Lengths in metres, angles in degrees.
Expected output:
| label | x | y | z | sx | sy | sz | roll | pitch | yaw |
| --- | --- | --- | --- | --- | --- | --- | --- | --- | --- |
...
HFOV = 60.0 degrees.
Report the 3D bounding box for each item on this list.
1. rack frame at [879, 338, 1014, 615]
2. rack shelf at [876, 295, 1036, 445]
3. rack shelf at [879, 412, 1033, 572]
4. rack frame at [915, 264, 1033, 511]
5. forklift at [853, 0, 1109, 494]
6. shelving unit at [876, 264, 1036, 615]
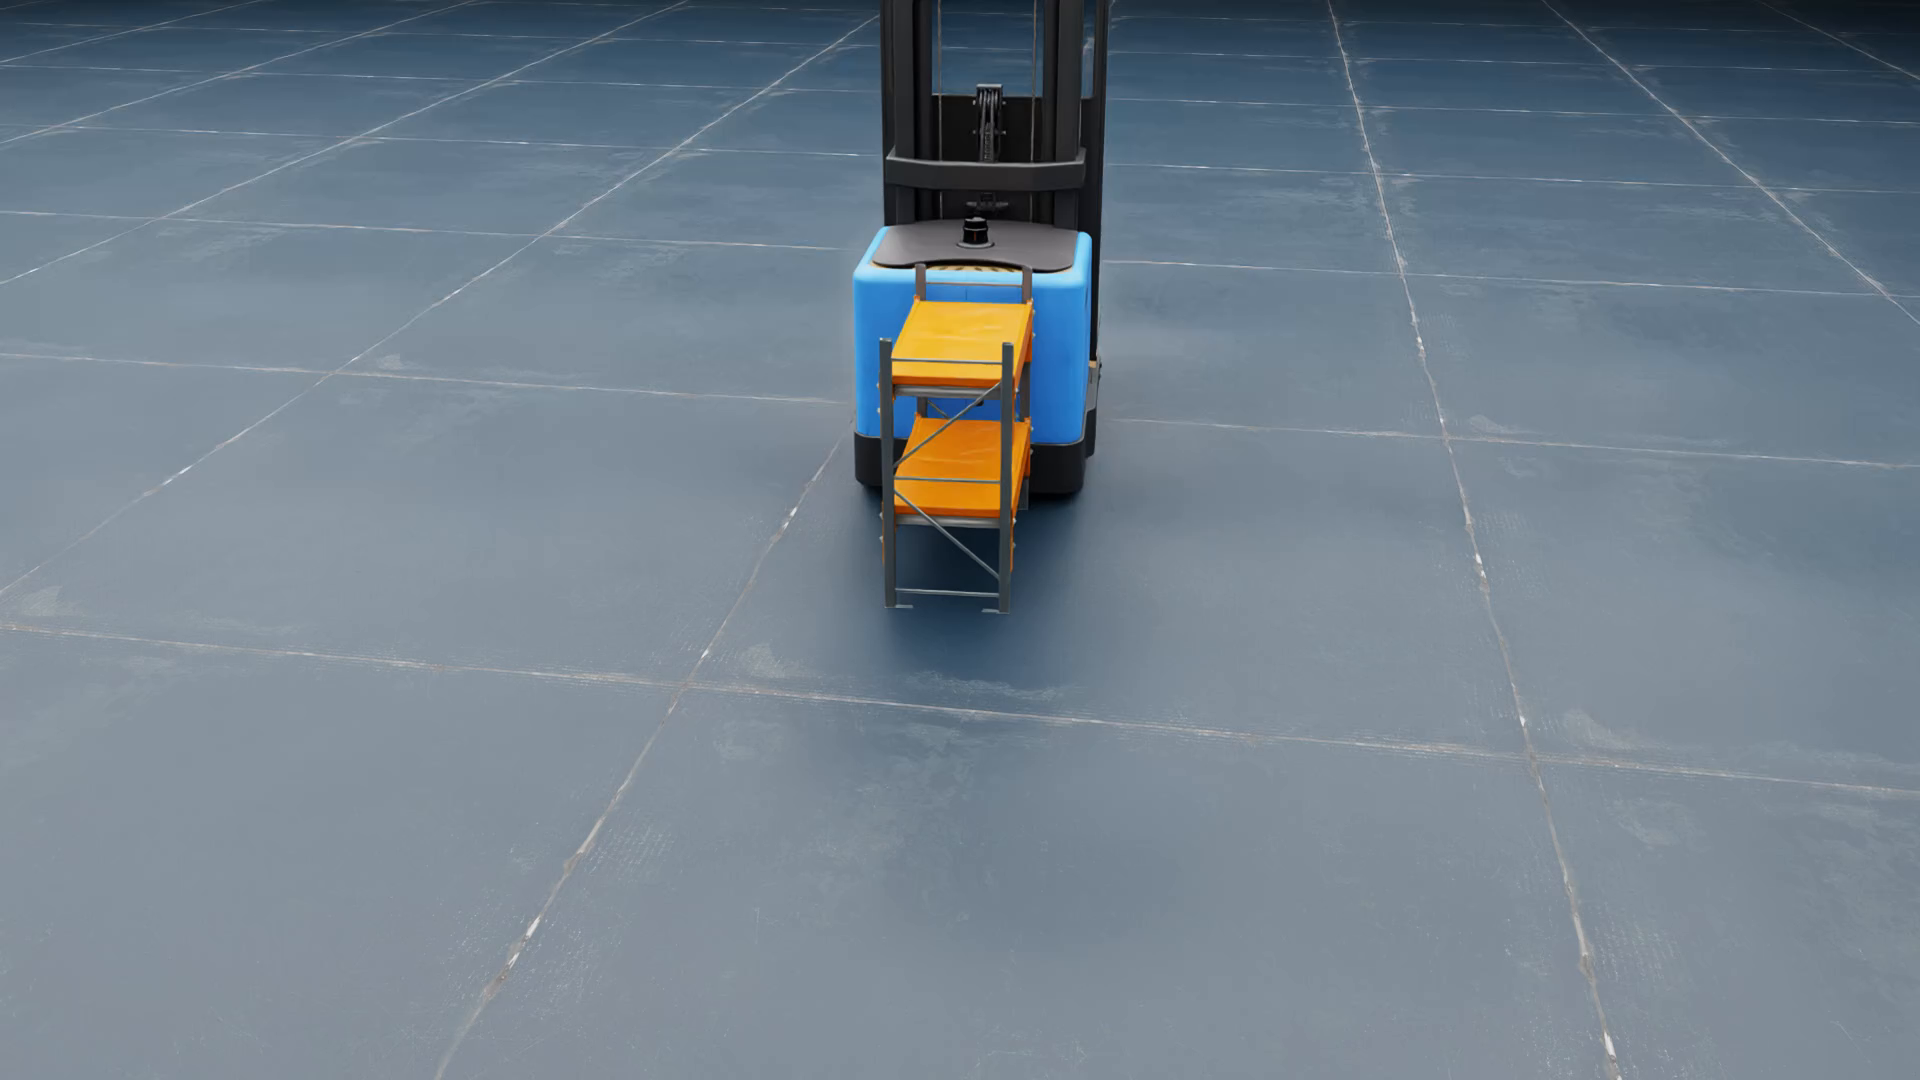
| label | x | y | z | sx | sy | sz | roll | pitch | yaw |
| --- | --- | --- | --- | --- | --- | --- | --- | --- | --- |
| rack frame | -0.051 | -0.228 | 6.411 | 0.500 | 1.125 | 0.032 | 3 | 25 | 6 |
| rack shelf | 0.004 | -0.708 | 6.745 | 0.538 | 0.278 | 1.000 | 3 | 25 | 6 |
| rack shelf | 0.004 | -0.221 | 6.972 | 0.538 | 0.278 | 1.000 | 3 | 25 | 6 |
| rack frame | 0.059 | -0.657 | 7.326 | 0.500 | 1.125 | 0.032 | 3 | 25 | 6 |
| forklift | 0.189 | -2.128 | 8.338 | 1.130 | 2.935 | 3.031 | 3 | 25 | 6 |
| shelving unit | 0.004 | -0.443 | 6.869 | 0.538 | 1.125 | 1.048 | 3 | 25 | 6 |
